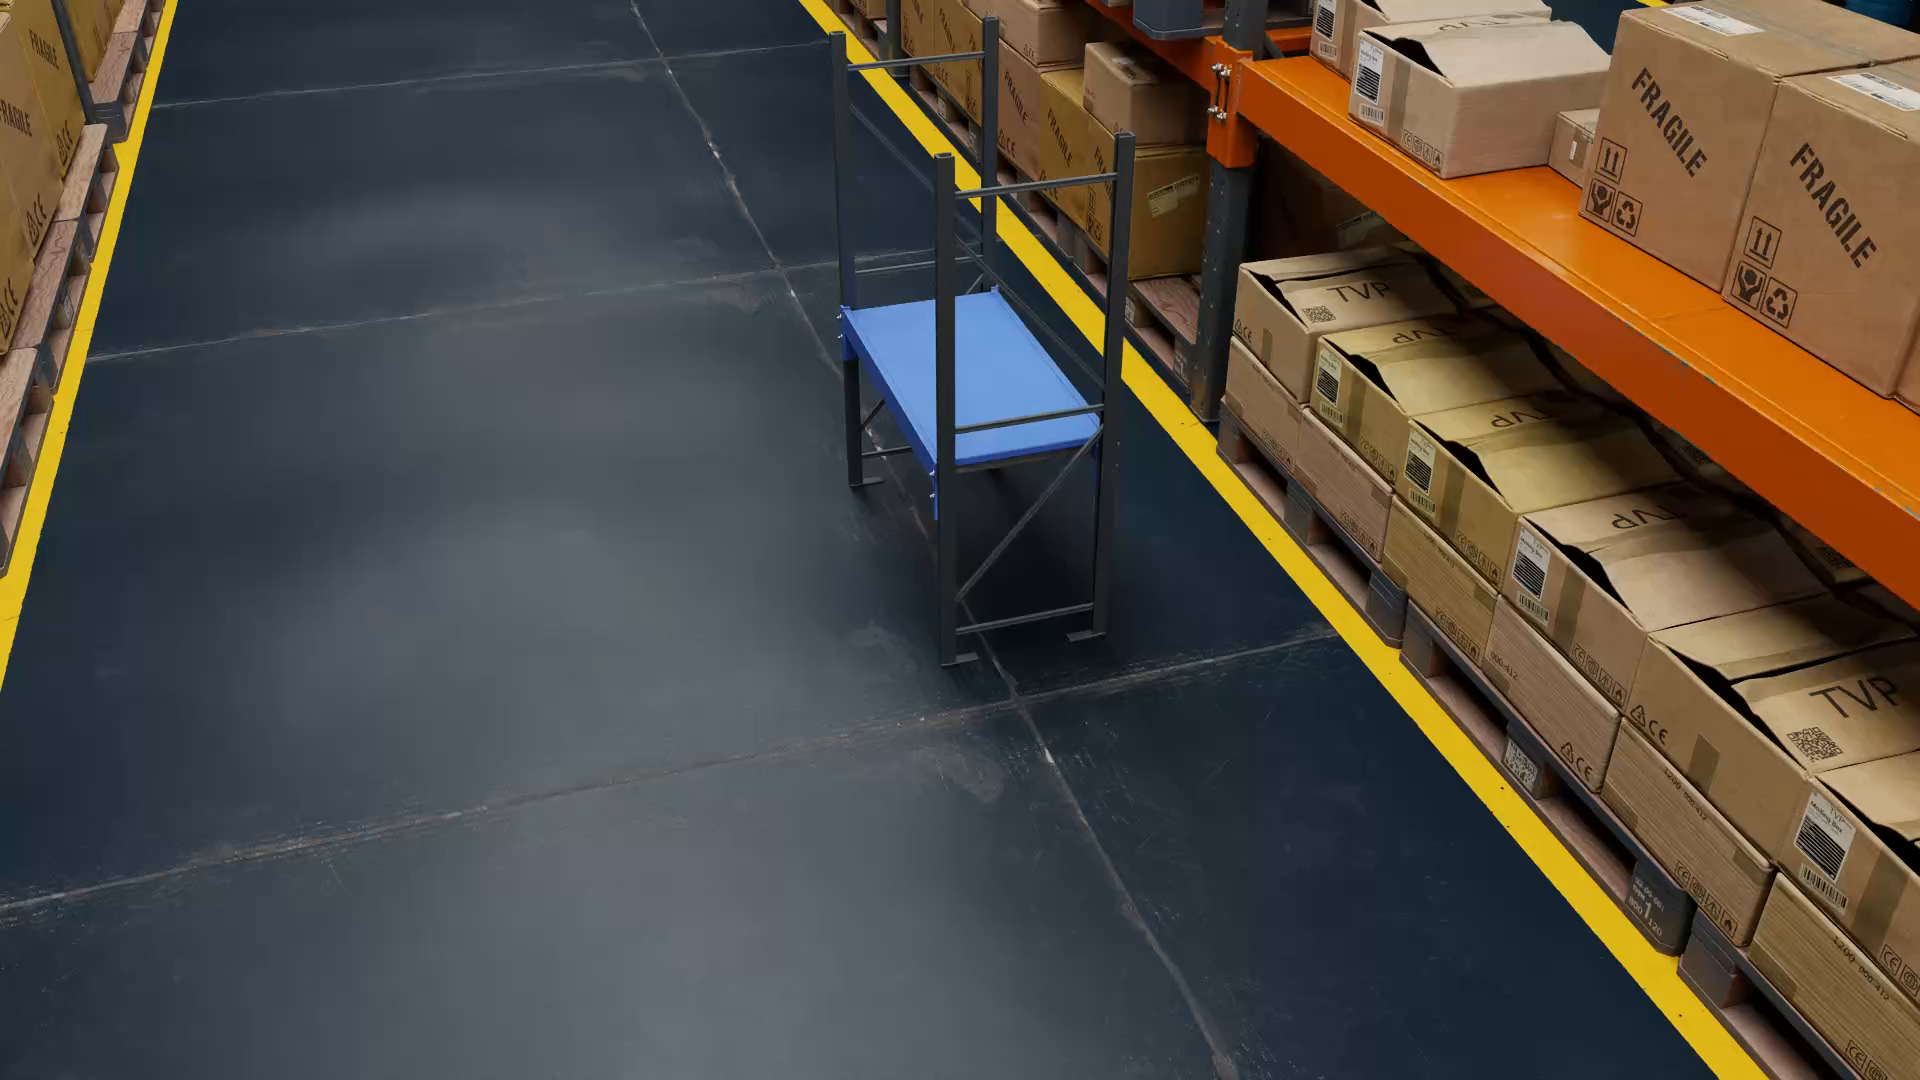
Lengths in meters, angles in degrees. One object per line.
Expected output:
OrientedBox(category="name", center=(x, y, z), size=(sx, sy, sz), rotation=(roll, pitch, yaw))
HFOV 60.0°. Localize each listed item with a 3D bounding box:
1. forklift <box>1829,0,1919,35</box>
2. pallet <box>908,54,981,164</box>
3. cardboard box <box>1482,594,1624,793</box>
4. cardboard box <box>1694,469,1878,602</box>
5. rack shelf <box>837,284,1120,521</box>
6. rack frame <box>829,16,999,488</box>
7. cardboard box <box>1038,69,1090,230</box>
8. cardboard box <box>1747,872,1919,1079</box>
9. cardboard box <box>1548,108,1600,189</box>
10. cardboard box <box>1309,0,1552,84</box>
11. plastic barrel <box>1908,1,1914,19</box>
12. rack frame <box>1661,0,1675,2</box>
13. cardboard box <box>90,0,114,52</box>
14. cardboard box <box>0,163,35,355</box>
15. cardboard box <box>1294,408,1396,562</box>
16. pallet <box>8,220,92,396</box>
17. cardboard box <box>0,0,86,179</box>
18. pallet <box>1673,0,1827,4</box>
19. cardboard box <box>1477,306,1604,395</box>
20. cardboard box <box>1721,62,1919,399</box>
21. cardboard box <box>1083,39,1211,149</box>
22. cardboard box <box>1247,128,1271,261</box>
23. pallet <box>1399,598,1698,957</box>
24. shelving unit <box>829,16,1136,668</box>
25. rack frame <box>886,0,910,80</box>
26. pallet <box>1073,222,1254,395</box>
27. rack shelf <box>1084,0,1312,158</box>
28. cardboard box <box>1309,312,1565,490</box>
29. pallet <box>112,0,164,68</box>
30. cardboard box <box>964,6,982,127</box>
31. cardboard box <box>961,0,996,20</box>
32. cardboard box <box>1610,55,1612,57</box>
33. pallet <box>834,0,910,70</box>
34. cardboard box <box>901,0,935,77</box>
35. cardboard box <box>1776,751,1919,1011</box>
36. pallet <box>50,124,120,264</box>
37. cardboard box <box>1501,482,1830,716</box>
OrientedBox(category="forklift", center=(3.942, -2.311, 6.089), size=(1.130, 2.935, 3.031), rotation=(-5, 34, -7))
OrientedBox(category="pallet", center=(0.380, -2.287, 8.519), size=(1.003, 0.211, 1.213), rotation=(-10, 35, -15))
OrientedBox(category="cardboard box", center=(1.671, 0.331, 4.142), size=(0.500, 0.250, 0.500), rotation=(-9, 35, -14))
OrientedBox(category="cardboard box", center=(2.177, 0.002, 4.131), size=(0.500, 0.311, 0.500), rotation=(-9, 35, -13))
OrientedBox(category="rack shelf", center=(0.026, -0.431, 4.868), size=(0.538, 0.185, 1.000), rotation=(-10, 35, -15))
OrientedBox(category="rack frame", center=(-0.129, -0.848, 5.173), size=(0.500, 1.500, 0.032), rotation=(-10, 35, -15))
OrientedBox(category="cardboard box", center=(0.650, -1.635, 6.871), size=(0.500, 0.500, 0.500), rotation=(-11, 35, -16))
OrientedBox(category="cardboard box", center=(1.981, 0.867, 3.331), size=(0.500, 0.250, 0.500), rotation=(-11, 35, -15))
OrientedBox(category="cardboard box", center=(1.759, -1.006, 4.279), size=(0.380, 0.149, 0.250), rotation=(-8, 34, -11))
OrientedBox(category="cardboard box", center=(1.385, -1.535, 4.933), size=(0.500, 0.311, 0.500), rotation=(-8, 34, -12))
OrientedBox(category="plastic barrel", center=(5.267, -2.867, 8.744), size=(0.421, 0.512, 0.421), rotation=(0, 33, 0))
OrientedBox(category="rack frame", center=(4.814, -4.702, 9.644), size=(1.000, 3.000, 0.127), rotation=(-10, 35, -15))
OrientedBox(category="cardboard box", center=(-4.901, -2.842, 8.717), size=(0.700, 0.500, 0.500), rotation=(-10, 35, -15))
OrientedBox(category="cardboard box", center=(-3.761, -1.083, 5.737), size=(0.750, 0.750, 0.750), rotation=(-10, 35, -15))
OrientedBox(category="cardboard box", center=(1.350, -0.211, 4.961), size=(0.500, 0.250, 0.500), rotation=(-11, 35, -16))
OrientedBox(category="pallet", center=(-3.938, -0.838, 6.327), size=(1.003, 0.211, 1.213), rotation=(-10, 35, -15))
OrientedBox(category="cardboard box", center=(-4.299, -1.995, 7.117), size=(0.750, 0.750, 0.750), rotation=(-10, 35, -14))
OrientedBox(category="pallet", center=(5.010, -3.126, 9.790), size=(1.003, 0.211, 1.213), rotation=(-10, 35, -15))
OrientedBox(category="cardboard box", center=(1.875, -0.527, 4.932), size=(0.500, 0.311, 0.500), rotation=(-11, 35, -15))
OrientedBox(category="cardboard box", center=(2.004, -0.658, 3.434), size=(0.500, 0.500, 0.500), rotation=(-10, 35, -15))
OrientedBox(category="cardboard box", center=(0.786, -1.705, 6.297), size=(0.500, 0.250, 0.500), rotation=(-9, 34, -13))
OrientedBox(category="cardboard box", center=(1.284, -1.472, 6.625), size=(0.500, 0.500, 0.500), rotation=(-11, 35, -16))
OrientedBox(category="pallet", center=(1.898, 0.471, 4.346), size=(1.003, 0.211, 1.213), rotation=(-10, 35, -15))
OrientedBox(category="shelving unit", center=(0.026, -0.581, 4.769), size=(0.538, 1.500, 1.048), rotation=(-10, 35, -15))
OrientedBox(category="rack frame", center=(0.096, -3.871, 8.387), size=(1.000, 3.000, 0.127), rotation=(-10, 35, -15))
OrientedBox(category="pallet", center=(1.124, -1.006, 6.580), size=(1.003, 0.211, 1.213), rotation=(-10, 35, -15))
OrientedBox(category="rack shelf", center=(0.706, -2.521, 6.996), size=(1.077, 0.370, 4.000), rotation=(-10, 35, -15))
OrientedBox(category="cardboard box", center=(1.364, -0.434, 4.790), size=(0.500, 0.311, 0.500), rotation=(-11, 35, -16))
OrientedBox(category="pallet", center=(-5.154, -2.926, 9.487), size=(1.003, 0.211, 1.213), rotation=(-10, 35, -15))
OrientedBox(category="cardboard box", center=(0.330, -2.175, 7.688), size=(0.500, 0.500, 0.500), rotation=(-10, 35, -14))
OrientedBox(category="cardboard box", center=(0.316, -2.504, 7.507), size=(0.500, 0.250, 0.500), rotation=(-10, 35, -15))
OrientedBox(category="cardboard box", center=(1.853, -1.240, 4.634), size=(0.380, 0.149, 0.250), rotation=(-10, 35, -15))
OrientedBox(category="pallet", center=(-0.113, -3.068, 9.702), size=(1.003, 0.211, 1.213), rotation=(-10, 35, -15))
OrientedBox(category="cardboard box", center=(0.011, -2.716, 8.508), size=(0.500, 0.500, 0.500), rotation=(-12, 35, -17))
OrientedBox(category="cardboard box", center=(1.975, 0.631, 3.179), size=(0.500, 0.311, 0.500), rotation=(-9, 35, -13))
OrientedBox(category="pallet", center=(-4.314, -1.480, 7.298), size=(1.003, 0.211, 1.213), rotation=(-10, 35, -15))
OrientedBox(category="cardboard box", center=(1.675, 0.104, 3.976), size=(0.500, 0.311, 0.500), rotation=(-10, 35, -15))
